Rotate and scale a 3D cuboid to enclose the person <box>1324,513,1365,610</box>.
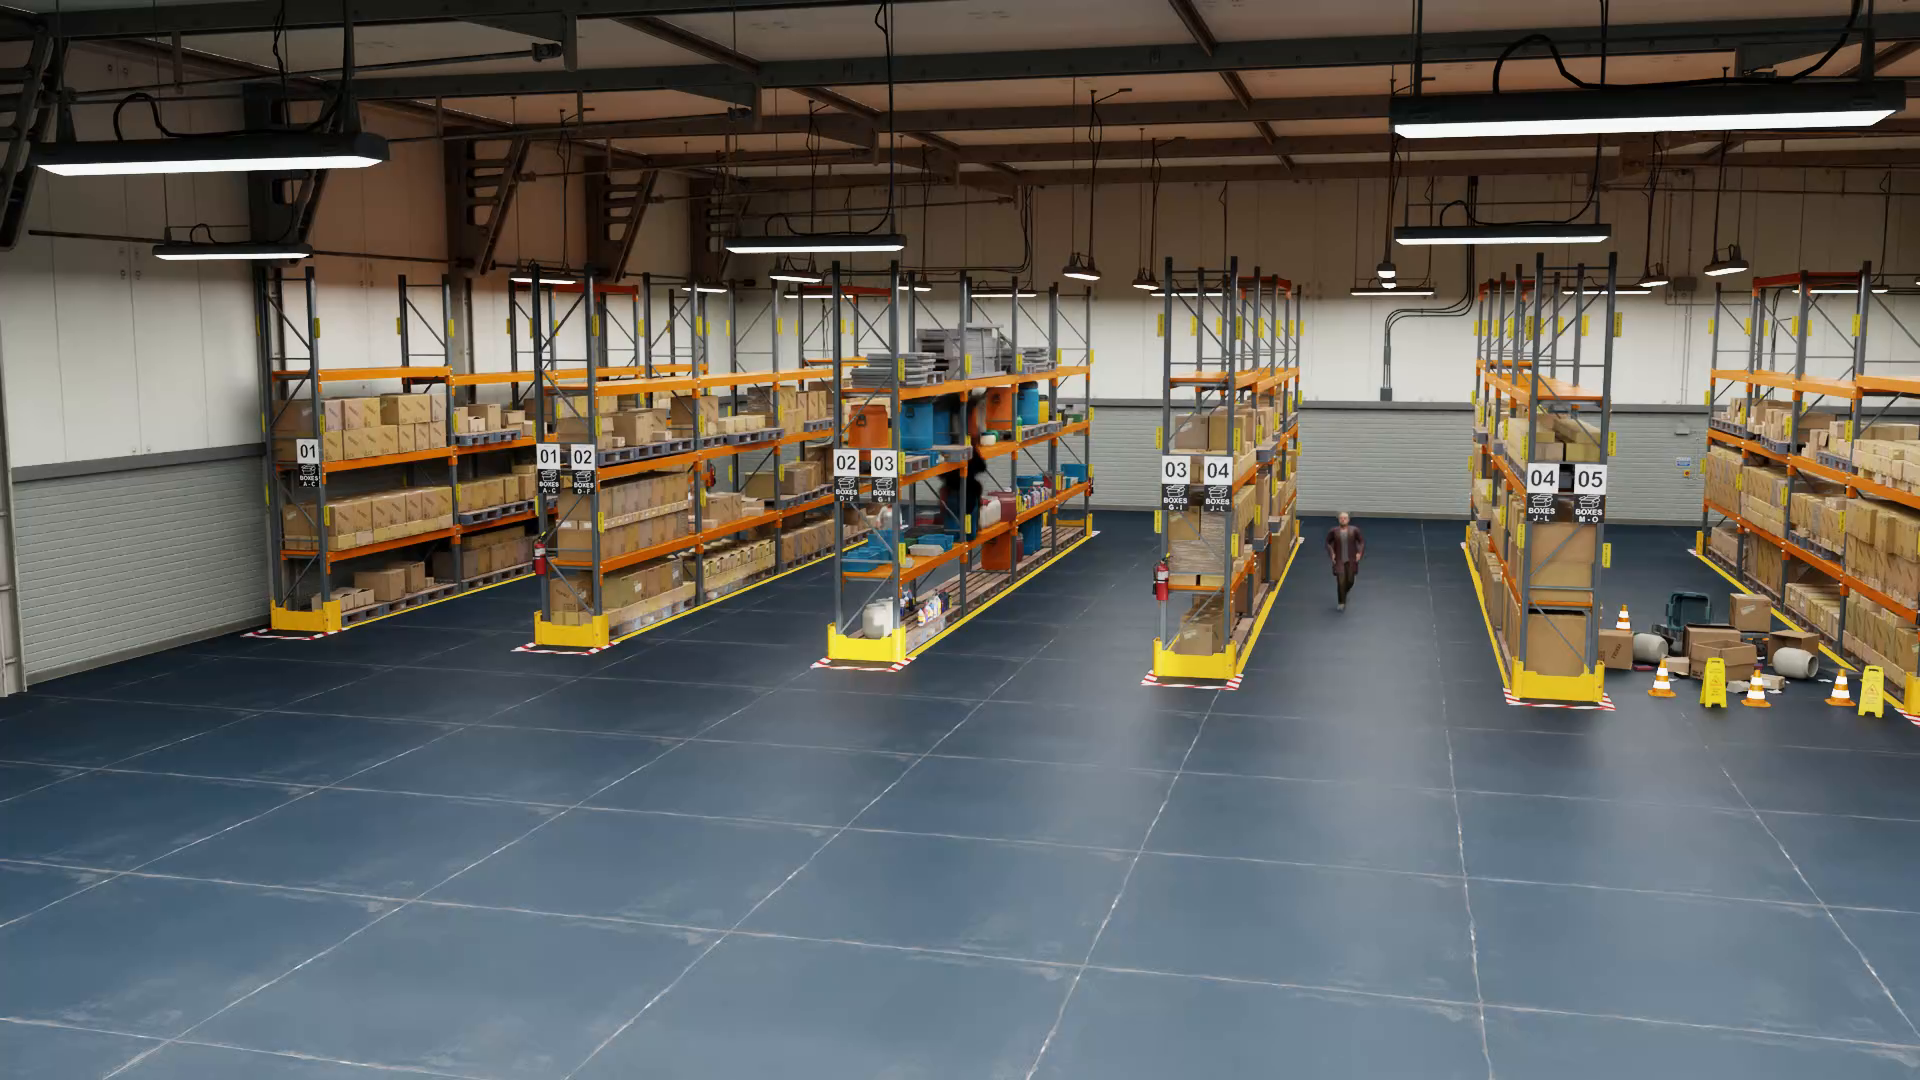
[{"bbox_3d":[6.877,0.374,29.773,0.711,1.740,0.596,2,7,12],"label":"person"}]

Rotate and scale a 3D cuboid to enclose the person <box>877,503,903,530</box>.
[{"bbox_3d":[-1.475,-0.140,34.516,0.569,1.564,0.570,1,7,6],"label":"person"}]

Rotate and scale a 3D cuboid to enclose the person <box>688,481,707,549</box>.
[{"bbox_3d":[-5.615,-0.367,35.092,0.700,1.744,1.068,1,7,9],"label":"person"}]
